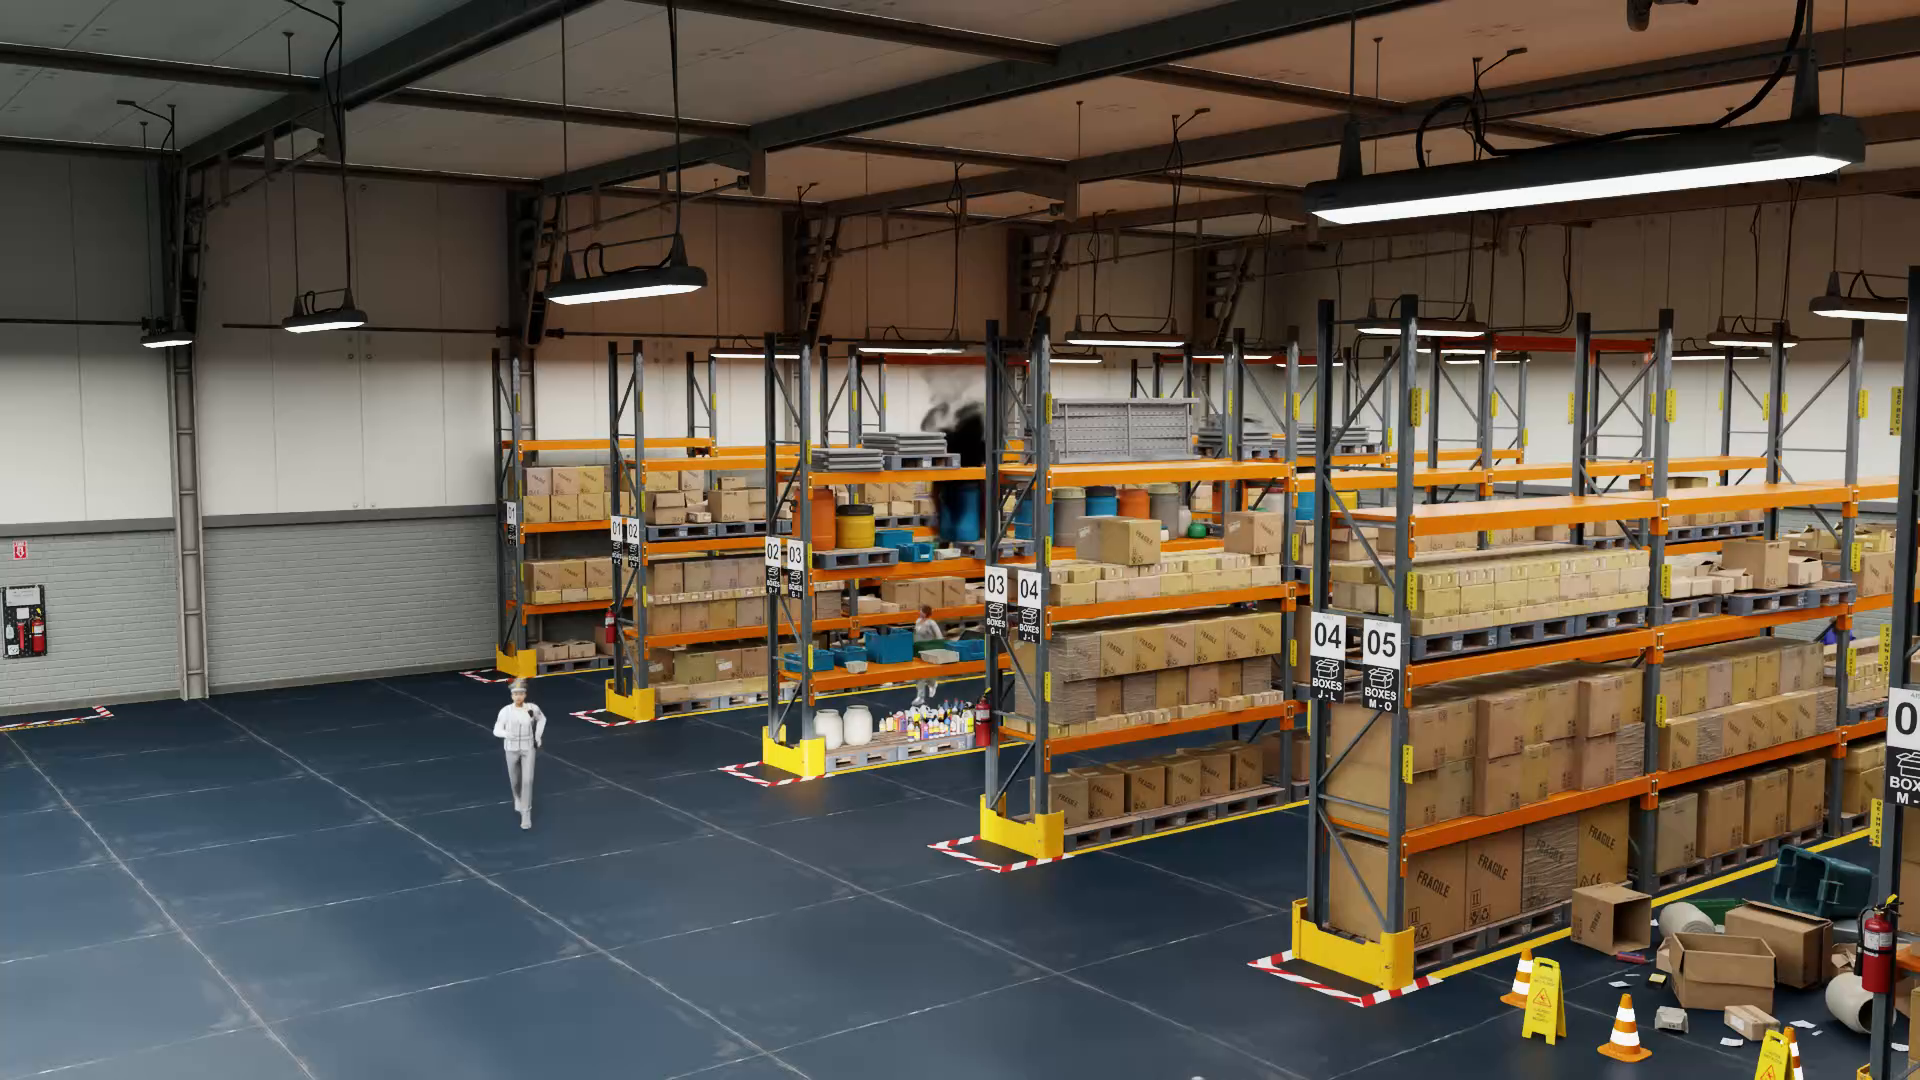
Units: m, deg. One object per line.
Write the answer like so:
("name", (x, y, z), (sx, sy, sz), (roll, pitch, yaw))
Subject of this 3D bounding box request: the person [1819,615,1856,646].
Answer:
("person", (14.254, 2.007, 27.006), (0.608, 1.592, 0.628), (3, 6, 32))

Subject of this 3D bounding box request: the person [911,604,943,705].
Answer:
("person", (-0.543, 1.798, 26.243), (0.583, 1.584, 0.536), (-5, 7, -45))

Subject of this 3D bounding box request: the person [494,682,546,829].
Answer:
("person", (-5.289, 2.541, 20.018), (0.612, 1.701, 0.920), (-1, 5, -14))

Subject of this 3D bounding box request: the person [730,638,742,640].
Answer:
("person", (-4.034, 1.659, 29.983), (0.774, 1.796, 0.681), (-4, 6, -36))
